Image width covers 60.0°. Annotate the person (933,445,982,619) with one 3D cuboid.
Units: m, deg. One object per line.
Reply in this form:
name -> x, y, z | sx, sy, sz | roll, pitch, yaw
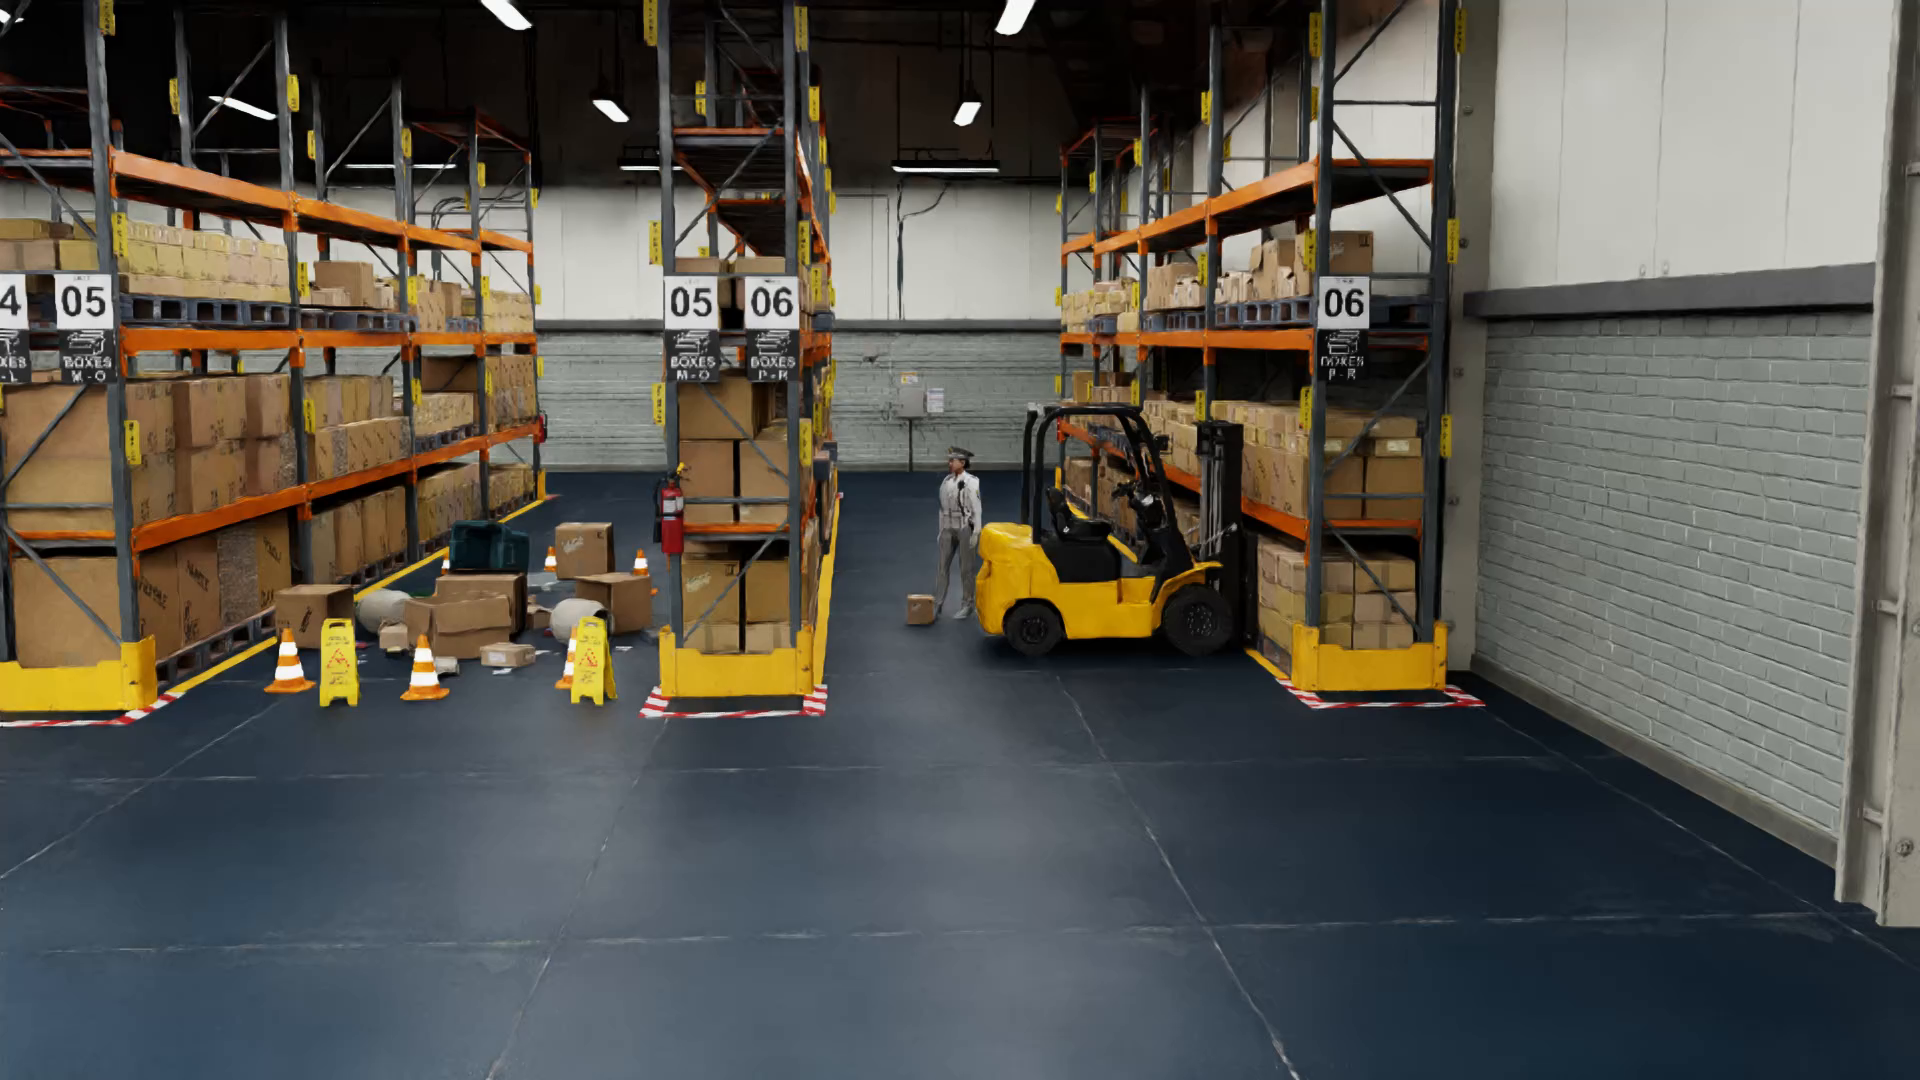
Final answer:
person -> -0.059, -0.075, 16.203 | 0.484, 1.693, 0.526 | 5, 9, 38
